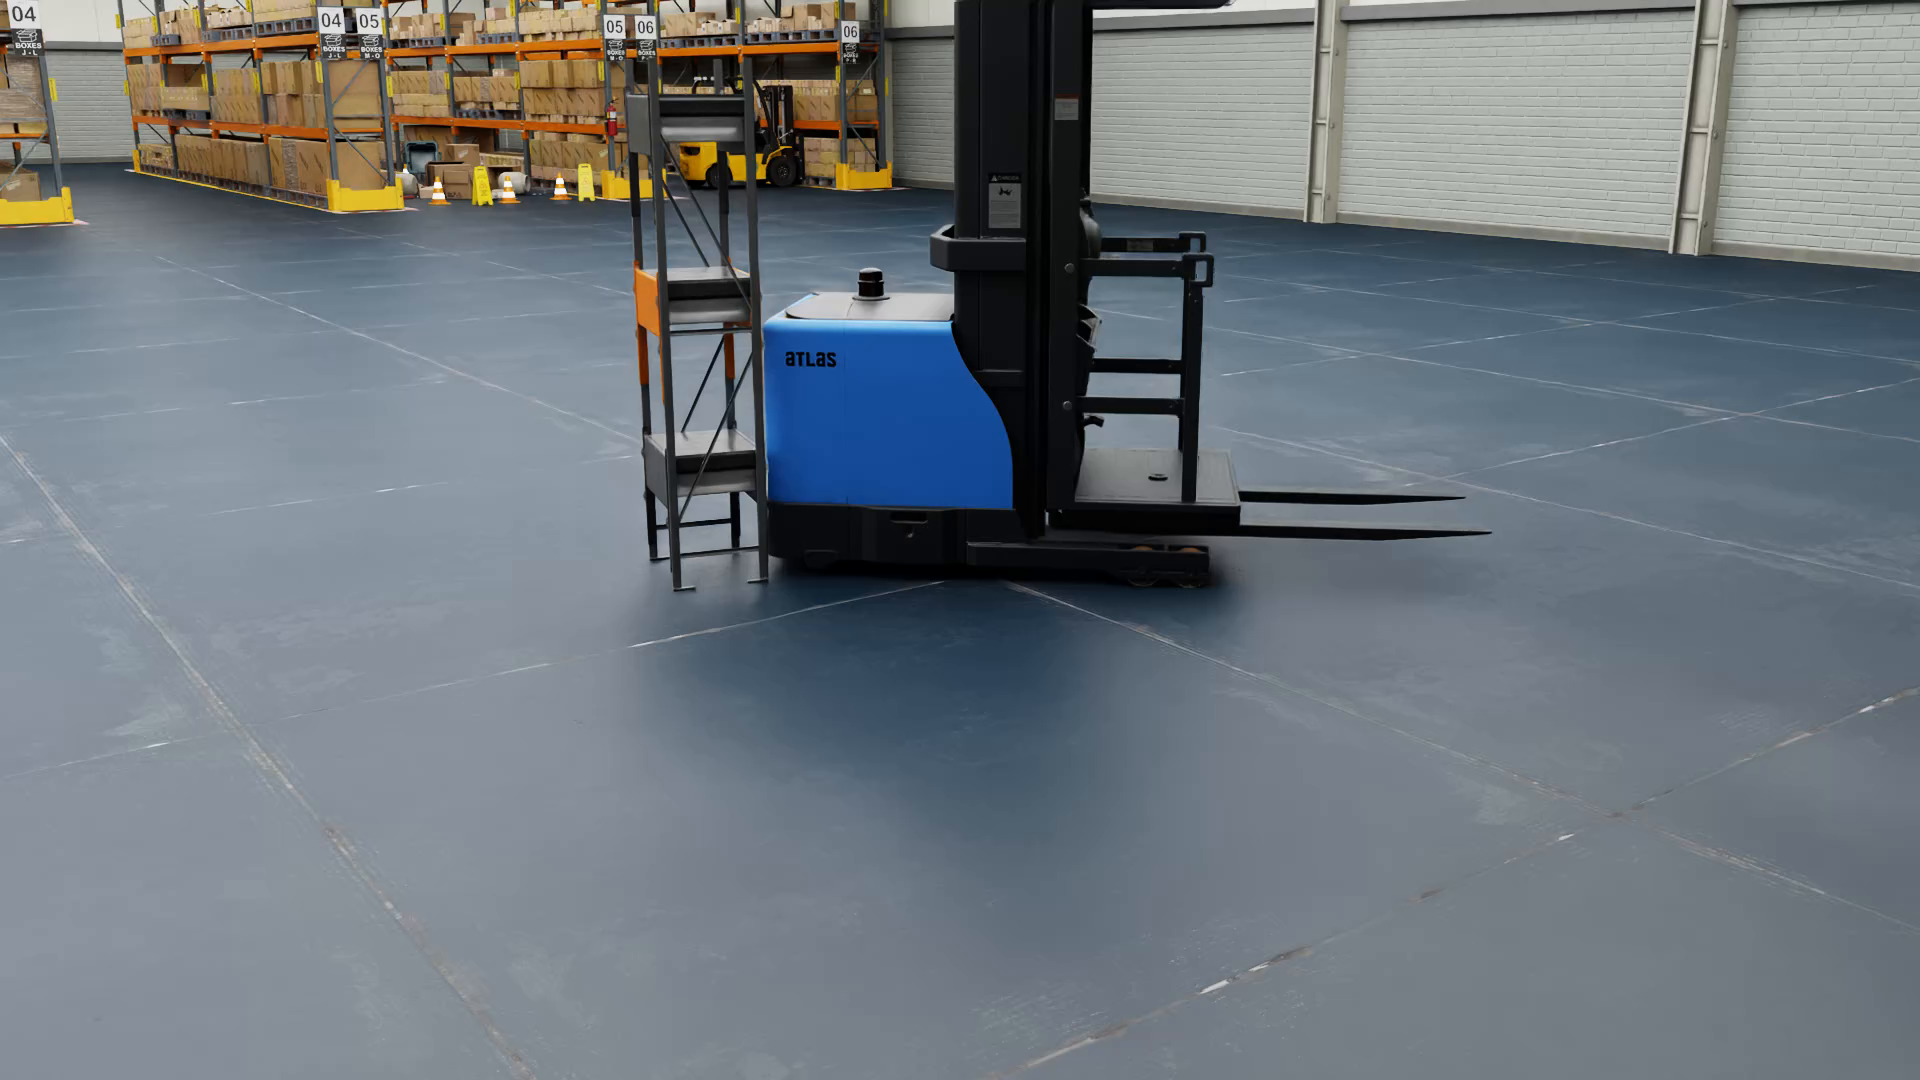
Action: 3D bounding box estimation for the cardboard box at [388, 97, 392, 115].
[{"bbox_3d":[-13.484,-10.420,39.775,0.500,0.500,0.500,-11,19,-34],"label":"cardboard box"}]

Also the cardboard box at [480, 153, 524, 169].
[{"bbox_3d":[-9.888,-8.115,35.724,0.950,0.372,0.625,-11,19,-36],"label":"cardboard box"}]

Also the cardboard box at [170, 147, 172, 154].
[{"bbox_3d":[-17.369,-8.672,37.057,0.380,0.149,0.250,-10,18,-33],"label":"cardboard box"}]

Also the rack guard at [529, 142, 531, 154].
[{"bbox_3d":[-11.299,-10.716,45.780,1.175,0.500,0.348,-11,19,-35],"label":"rack guard"}]

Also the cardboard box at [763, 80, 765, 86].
[{"bbox_3d":[-3.957,-9.671,35.246,0.380,0.149,0.250,-11,19,-36],"label":"cardboard box"}]

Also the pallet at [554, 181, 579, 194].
[{"bbox_3d":[-7.156,-6.860,32.241,1.003,0.211,1.213,-11,19,-35],"label":"pallet"}]

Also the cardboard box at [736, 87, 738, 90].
[{"bbox_3d":[-4.668,-9.775,36.189,0.380,0.149,0.250,-10,18,-33],"label":"cardboard box"}]

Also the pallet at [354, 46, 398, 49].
[{"bbox_3d":[-14.190,-12.153,40.782,1.003,0.211,1.213,-11,19,-35],"label":"pallet"}]

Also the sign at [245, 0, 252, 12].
[{"bbox_3d":[-12.679,-9.576,29.622,0.100,0.325,0.005,-11,19,-35],"label":"sign"}]

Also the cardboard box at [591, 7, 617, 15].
[{"bbox_3d":[-6.387,-9.486,29.837,0.380,0.149,0.250,-11,19,-34],"label":"cardboard box"}]

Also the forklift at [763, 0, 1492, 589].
[{"bbox_3d":[0.725,-1.362,7.001,3.031,2.935,1.130,2,15,6],"label":"forklift"}]

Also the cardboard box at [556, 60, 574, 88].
[{"bbox_3d":[-7.100,-8.701,31.038,0.700,0.500,0.500,-11,19,-35],"label":"cardboard box"}]

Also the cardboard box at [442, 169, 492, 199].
[{"bbox_3d":[-9.030,-6.528,30.473,0.637,0.503,0.797,4,16,13],"label":"cardboard box"}]

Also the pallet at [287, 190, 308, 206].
[{"bbox_3d":[-11.140,-6.034,29.221,1.003,0.211,1.213,-11,19,-35],"label":"pallet"}]

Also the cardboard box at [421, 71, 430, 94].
[{"bbox_3d":[-11.763,-10.274,37.347,0.500,0.500,0.500,-11,19,-34],"label":"cardboard box"}]

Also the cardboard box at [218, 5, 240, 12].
[{"bbox_3d":[-14.915,-10.772,33.928,0.396,0.266,0.258,-11,19,-35],"label":"cardboard box"}]

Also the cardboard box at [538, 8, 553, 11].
[{"bbox_3d":[-8.621,-10.714,33.898,0.500,0.250,0.500,-11,19,-36],"label":"cardboard box"}]

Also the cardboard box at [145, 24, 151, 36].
[{"bbox_3d":[-17.723,-11.310,36.871,0.500,0.250,0.500,-12,19,-37],"label":"cardboard box"}]

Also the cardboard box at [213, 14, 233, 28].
[{"bbox_3d":[-14.055,-9.998,32.039,0.500,0.250,0.500,-10,18,-33],"label":"cardboard box"}]

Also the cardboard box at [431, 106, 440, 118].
[{"bbox_3d":[-11.473,-9.560,37.107,0.500,0.250,0.500,-10,18,-34],"label":"cardboard box"}]

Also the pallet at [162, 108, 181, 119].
[{"bbox_3d":[-16.617,-9.244,36.031,1.003,0.211,1.213,-11,19,-35],"label":"pallet"}]

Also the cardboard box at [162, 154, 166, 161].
[{"bbox_3d":[-17.732,-8.621,37.435,0.380,0.149,0.250,-12,19,-36],"label":"cardboard box"}]

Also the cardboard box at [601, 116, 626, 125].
[{"bbox_3d":[-6.342,-7.675,30.412,0.380,0.149,0.250,-10,18,-33],"label":"cardboard box"}]

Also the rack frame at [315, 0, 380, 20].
[{"bbox_3d":[-9.893,-9.853,26.531,1.000,3.000,0.127,-11,19,-35],"label":"rack frame"}]

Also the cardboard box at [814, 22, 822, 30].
[{"bbox_3d":[-2.669,-10.227,33.069,0.380,0.149,0.250,-12,19,-36],"label":"cardboard box"}]

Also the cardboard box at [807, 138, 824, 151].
[{"bbox_3d":[-2.764,-8.038,33.780,0.500,0.250,0.500,-10,18,-34],"label":"cardboard box"}]

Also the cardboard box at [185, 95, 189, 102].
[{"bbox_3d":[-15.718,-9.094,34.236,0.380,0.149,0.250,-11,19,-34],"label":"cardboard box"}]

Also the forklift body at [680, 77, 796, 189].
[{"bbox_3d":[-4.527,-8.233,33.583,2.313,2.155,1.214,-11,19,-35],"label":"forklift body"}]

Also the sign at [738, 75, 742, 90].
[{"bbox_3d":[-4.721,-9.809,35.690,0.100,0.325,0.005,-11,19,-35],"label":"sign"}]

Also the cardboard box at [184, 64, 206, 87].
[{"bbox_3d":[-17.017,-10.330,36.991,0.500,0.500,0.500,-10,18,-33],"label":"cardboard box"}]

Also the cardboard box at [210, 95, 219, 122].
[{"bbox_3d":[-14.552,-8.578,33.048,0.500,0.500,0.500,-11,19,-34],"label":"cardboard box"}]

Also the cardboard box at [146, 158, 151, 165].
[{"bbox_3d":[-18.819,-8.876,38.927,0.380,0.149,0.250,-11,19,-34],"label":"cardboard box"}]

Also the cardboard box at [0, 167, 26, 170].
[{"bbox_3d":[-15.342,-5.729,26.767,0.500,0.500,0.500,-13,20,-39],"label":"cardboard box"}]

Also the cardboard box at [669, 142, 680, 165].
[{"bbox_3d":[-6.284,-9.151,39.032,0.875,0.625,0.625,-10,18,-33],"label":"cardboard box"}]

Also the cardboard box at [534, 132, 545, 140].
[{"bbox_3d":[-8.147,-7.951,32.707,0.380,0.149,0.250,-11,19,-34],"label":"cardboard box"}]

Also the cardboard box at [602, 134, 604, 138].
[{"bbox_3d":[-8.996,-10.275,42.147,0.380,0.149,0.250,-10,18,-32],"label":"cardboard box"}]

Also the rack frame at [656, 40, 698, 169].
[{"bbox_3d":[-6.640,-10.229,39.268,1.000,3.000,0.127,-11,19,-35],"label":"rack frame"}]

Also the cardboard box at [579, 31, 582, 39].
[{"bbox_3d":[-6.781,-9.283,30.603,0.380,0.149,0.250,-11,19,-34],"label":"cardboard box"}]

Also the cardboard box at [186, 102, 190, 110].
[{"bbox_3d":[-15.699,-8.945,34.258,0.380,0.149,0.250,-11,19,-35],"label":"cardboard box"}]

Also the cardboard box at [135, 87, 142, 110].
[{"bbox_3d":[-18.925,-10.319,38.843,0.500,0.500,0.500,-11,19,-34],"label":"cardboard box"}]

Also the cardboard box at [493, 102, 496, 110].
[{"bbox_3d":[-9.415,-8.972,34.356,0.380,0.149,0.250,-11,19,-35],"label":"cardboard box"}]

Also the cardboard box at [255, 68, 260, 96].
[{"bbox_3d":[-12.542,-8.449,30.682,0.700,0.500,0.500,-11,19,-35],"label":"cardboard box"}]

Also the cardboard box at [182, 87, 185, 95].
[{"bbox_3d":[-15.853,-9.289,34.385,0.380,0.149,0.250,-11,19,-35],"label":"cardboard box"}]

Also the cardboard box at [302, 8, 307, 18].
[{"bbox_3d":[-10.511,-8.608,27.155,0.380,0.149,0.250,-11,19,-34],"label":"cardboard box"}]

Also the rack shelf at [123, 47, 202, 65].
[{"bbox_3d":[-18.125,-11.049,37.944,1.077,0.370,4.000,-11,19,-35],"label":"rack shelf"}]

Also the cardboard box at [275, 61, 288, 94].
[{"bbox_3d":[-11.433,-8.087,29.111,0.875,0.550,0.550,-11,19,-35],"label":"cardboard box"}]

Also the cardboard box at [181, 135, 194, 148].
[{"bbox_3d":[-16.413,-8.569,35.720,0.500,0.250,0.500,-10,18,-33],"label":"cardboard box"}]

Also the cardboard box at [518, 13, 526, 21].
[{"bbox_3d":[-8.380,-10.196,32.431,0.380,0.149,0.250,-11,19,-36],"label":"cardboard box"}]

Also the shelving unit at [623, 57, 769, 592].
[{"bbox_3d":[-1.077,-0.882,6.822,0.431,2.100,0.503,-6,16,-21],"label":"shelving unit"}]

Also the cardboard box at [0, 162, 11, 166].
[{"bbox_3d":[-16.660,-6.207,28.473,0.700,0.500,0.500,-13,20,-39],"label":"cardboard box"}]

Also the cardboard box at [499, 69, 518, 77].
[{"bbox_3d":[-9.171,-9.520,33.898,0.380,0.149,0.250,-12,19,-36],"label":"cardboard box"}]

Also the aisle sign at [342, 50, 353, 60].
[{"bbox_3d":[-15.633,-12.390,42.240,0.394,0.787,0.004,-11,19,-35],"label":"aisle sign"}]

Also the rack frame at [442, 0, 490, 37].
[{"bbox_3d":[-10.653,-12.352,35.658,1.000,3.000,0.127,-11,19,-35],"label":"rack frame"}]

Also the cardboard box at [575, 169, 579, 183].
[{"bbox_3d":[-6.940,-6.869,31.403,0.500,0.250,0.500,-11,19,-34],"label":"cardboard box"}]
